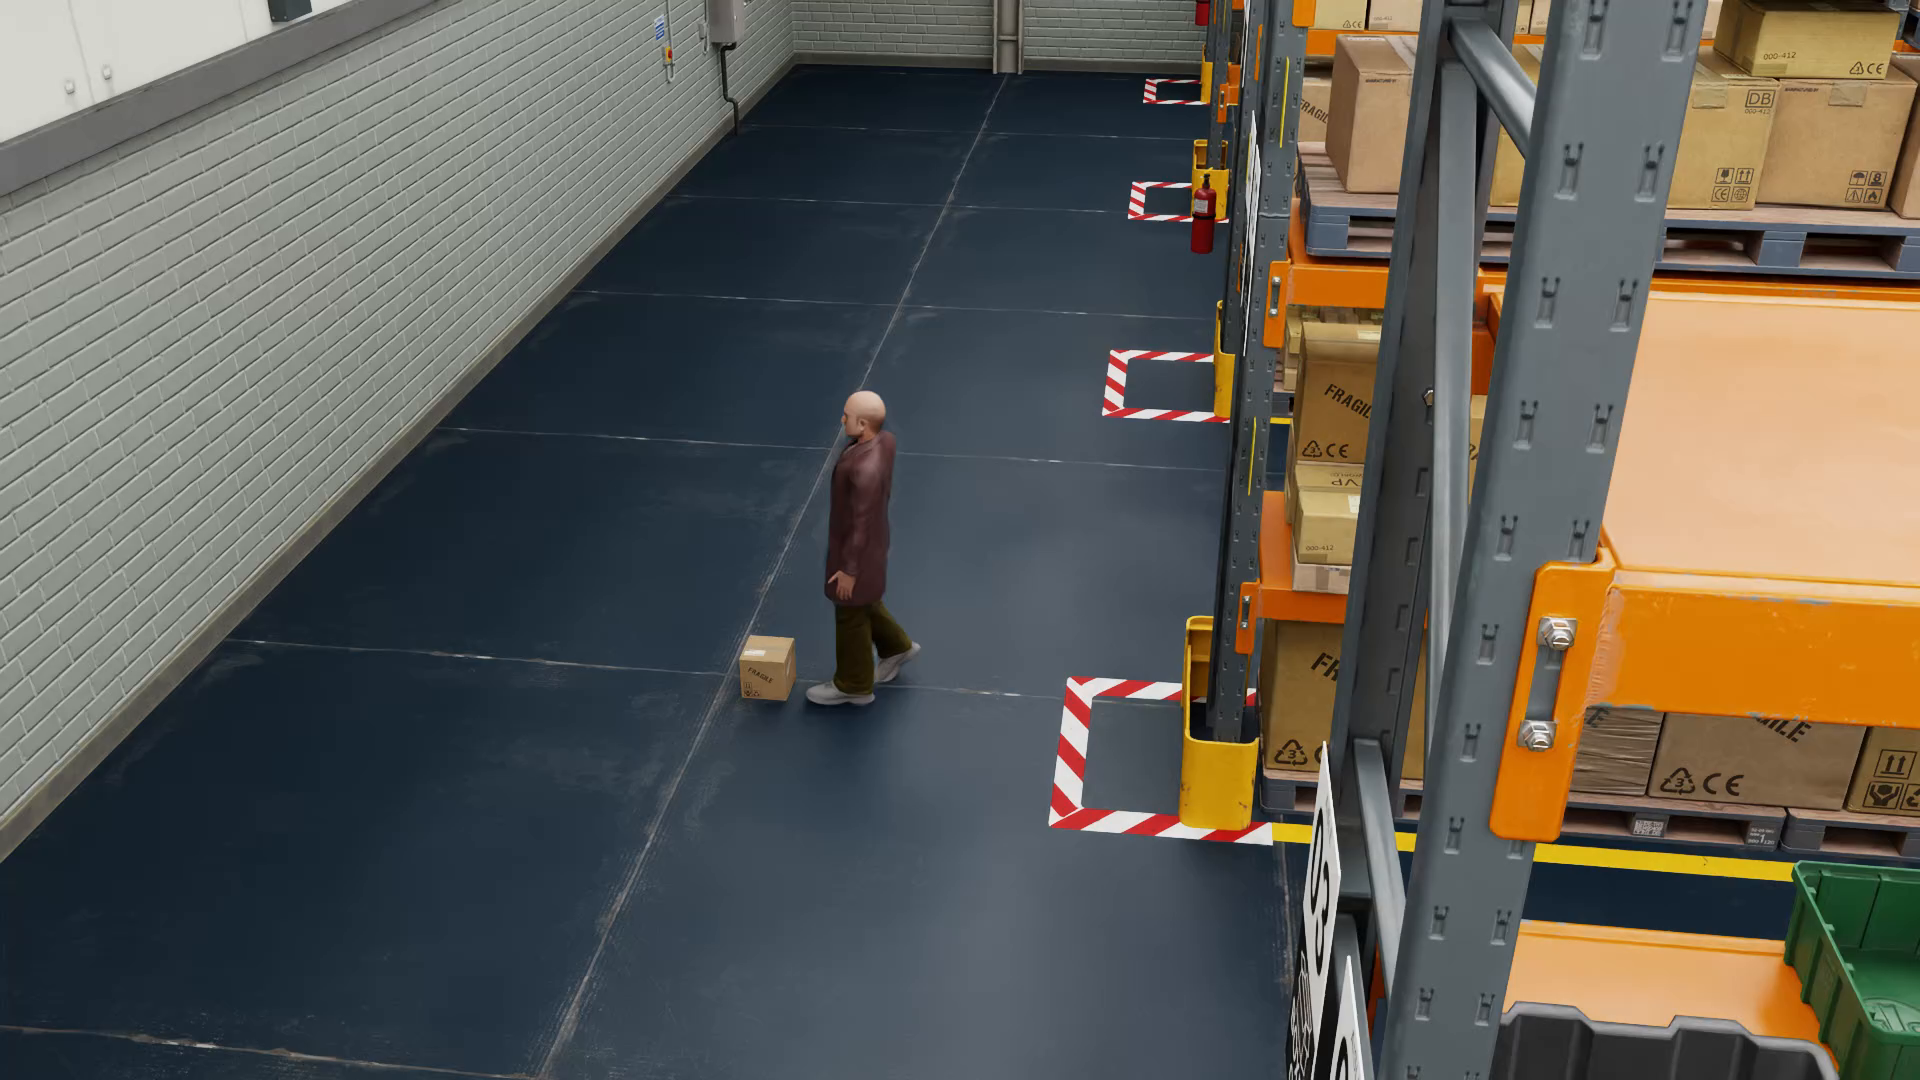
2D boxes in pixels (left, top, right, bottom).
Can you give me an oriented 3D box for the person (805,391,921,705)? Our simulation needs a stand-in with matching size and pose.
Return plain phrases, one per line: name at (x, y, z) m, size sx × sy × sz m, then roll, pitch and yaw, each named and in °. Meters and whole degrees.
person at (-0.535, 0.067, 8.650) m, size 0.580 × 1.806 × 0.625 m, roll 3°, pitch 28°, yaw 6°
